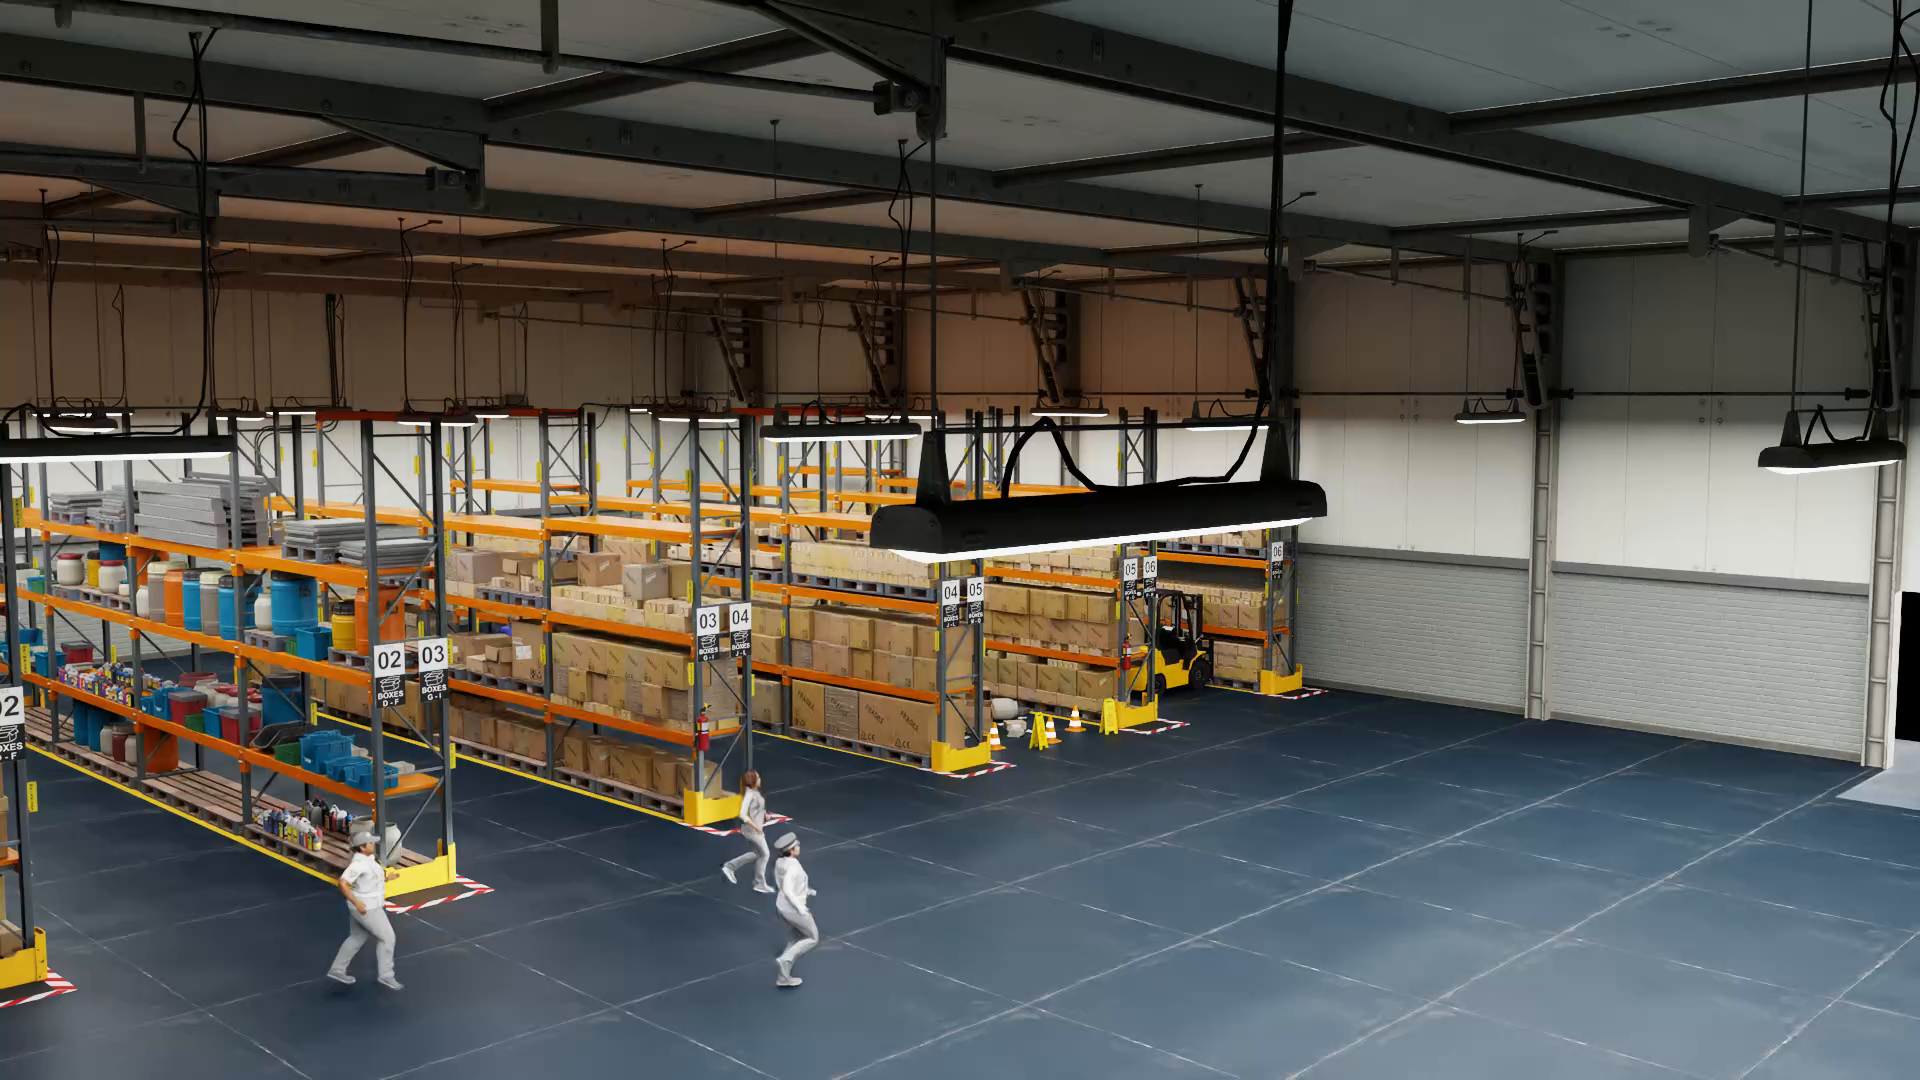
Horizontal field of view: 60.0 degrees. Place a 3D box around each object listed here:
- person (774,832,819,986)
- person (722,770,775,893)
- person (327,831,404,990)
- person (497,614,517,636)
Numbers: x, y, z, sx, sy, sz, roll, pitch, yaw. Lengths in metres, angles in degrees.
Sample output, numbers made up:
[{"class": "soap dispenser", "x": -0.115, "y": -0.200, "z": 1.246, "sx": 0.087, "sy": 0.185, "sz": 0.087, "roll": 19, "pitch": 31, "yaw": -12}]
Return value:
[{"class": "person", "x": -1.753, "y": 3.934, "z": 17.753, "sx": 0.540, "sy": 1.656, "sz": 0.608, "roll": -3, "pitch": 6, "yaw": -29}, {"class": "person", "x": -2.684, "y": 3.703, "z": 21.046, "sx": 0.669, "sy": 1.569, "sz": 0.534, "roll": -1, "pitch": 5, "yaw": -9}, {"class": "person", "x": -6.314, "y": 3.942, "z": 17.627, "sx": 0.755, "sy": 1.727, "sz": 0.581, "roll": -2, "pitch": 5, "yaw": -22}, {"class": "person", "x": -9.423, "y": 2.388, "z": 35.044, "sx": 0.867, "sy": 1.682, "sz": 0.562, "roll": 4, "pitch": 7, "yaw": 40}]
